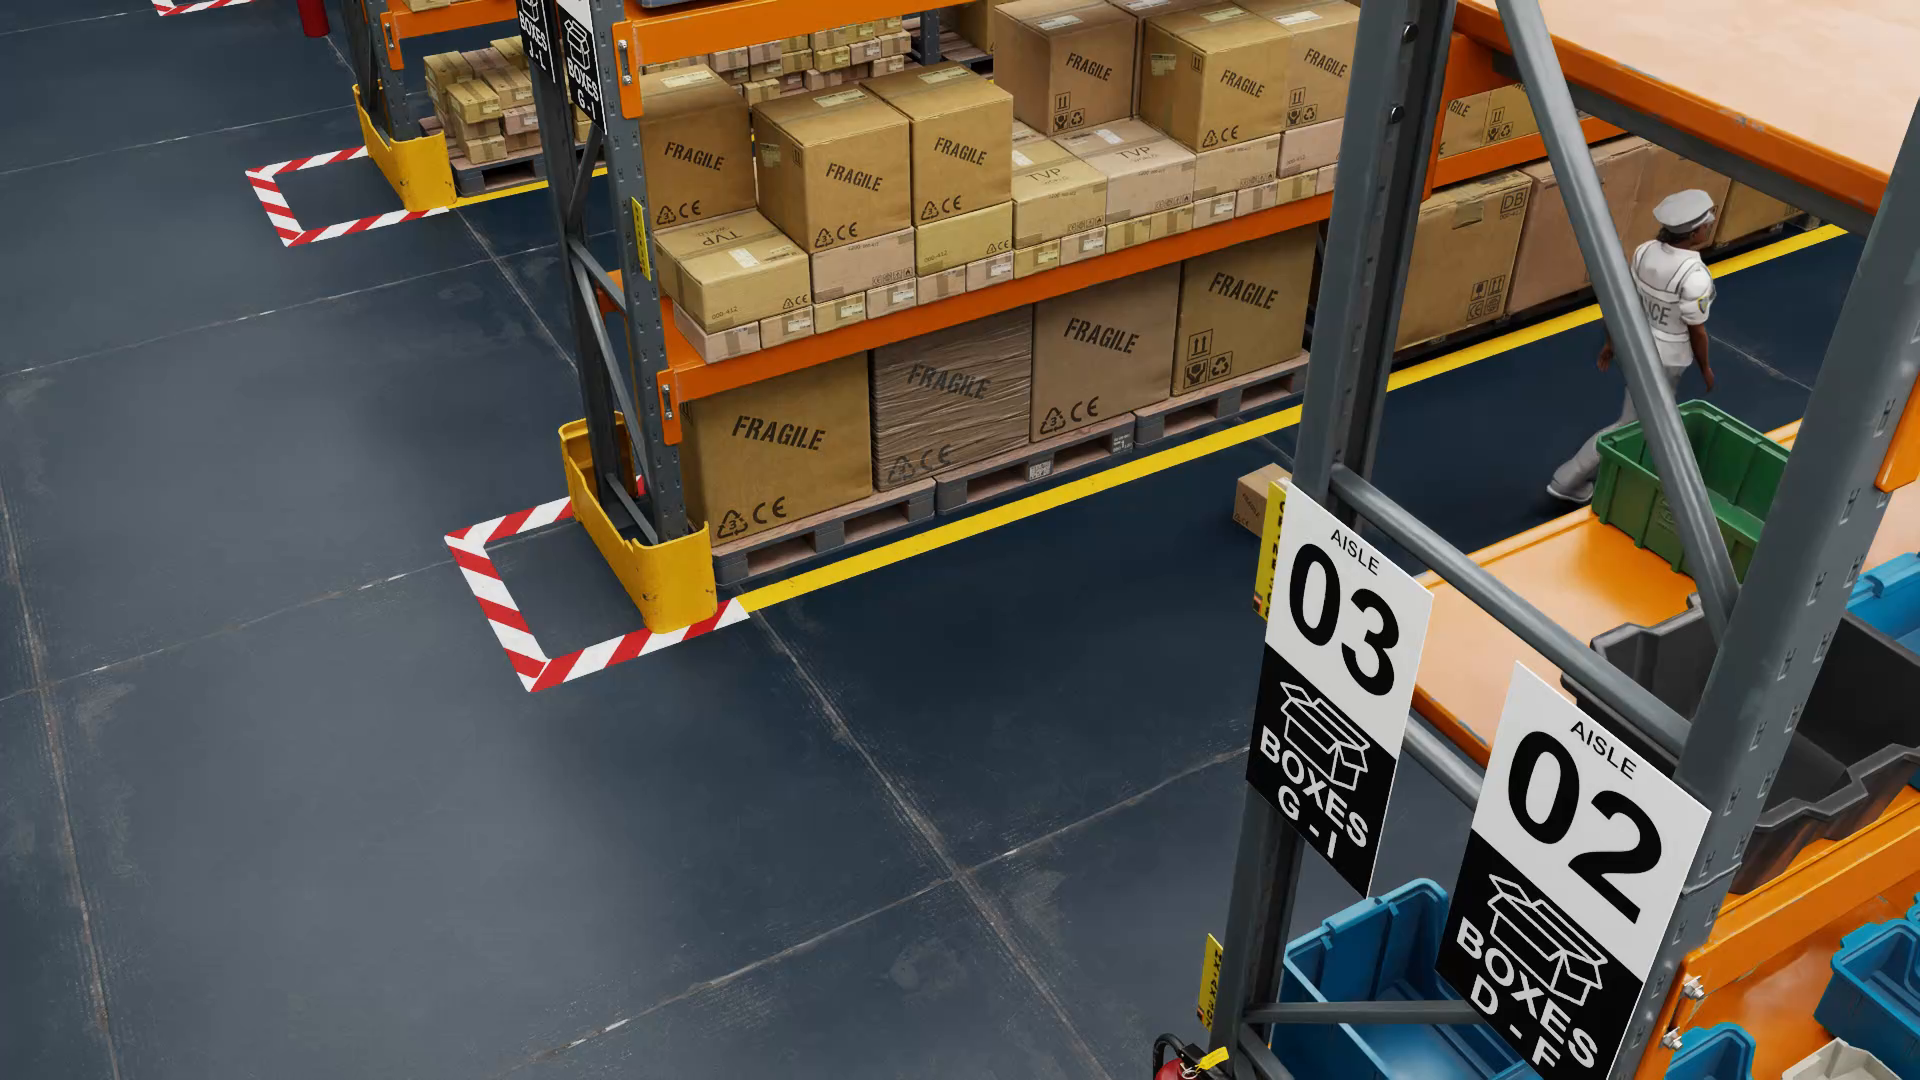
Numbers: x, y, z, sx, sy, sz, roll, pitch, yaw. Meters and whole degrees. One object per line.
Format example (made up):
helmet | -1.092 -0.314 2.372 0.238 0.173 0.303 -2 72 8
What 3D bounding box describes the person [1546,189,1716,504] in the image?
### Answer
person | 3.415 -0.926 8.121 0.978 1.643 0.465 -11 38 -14
